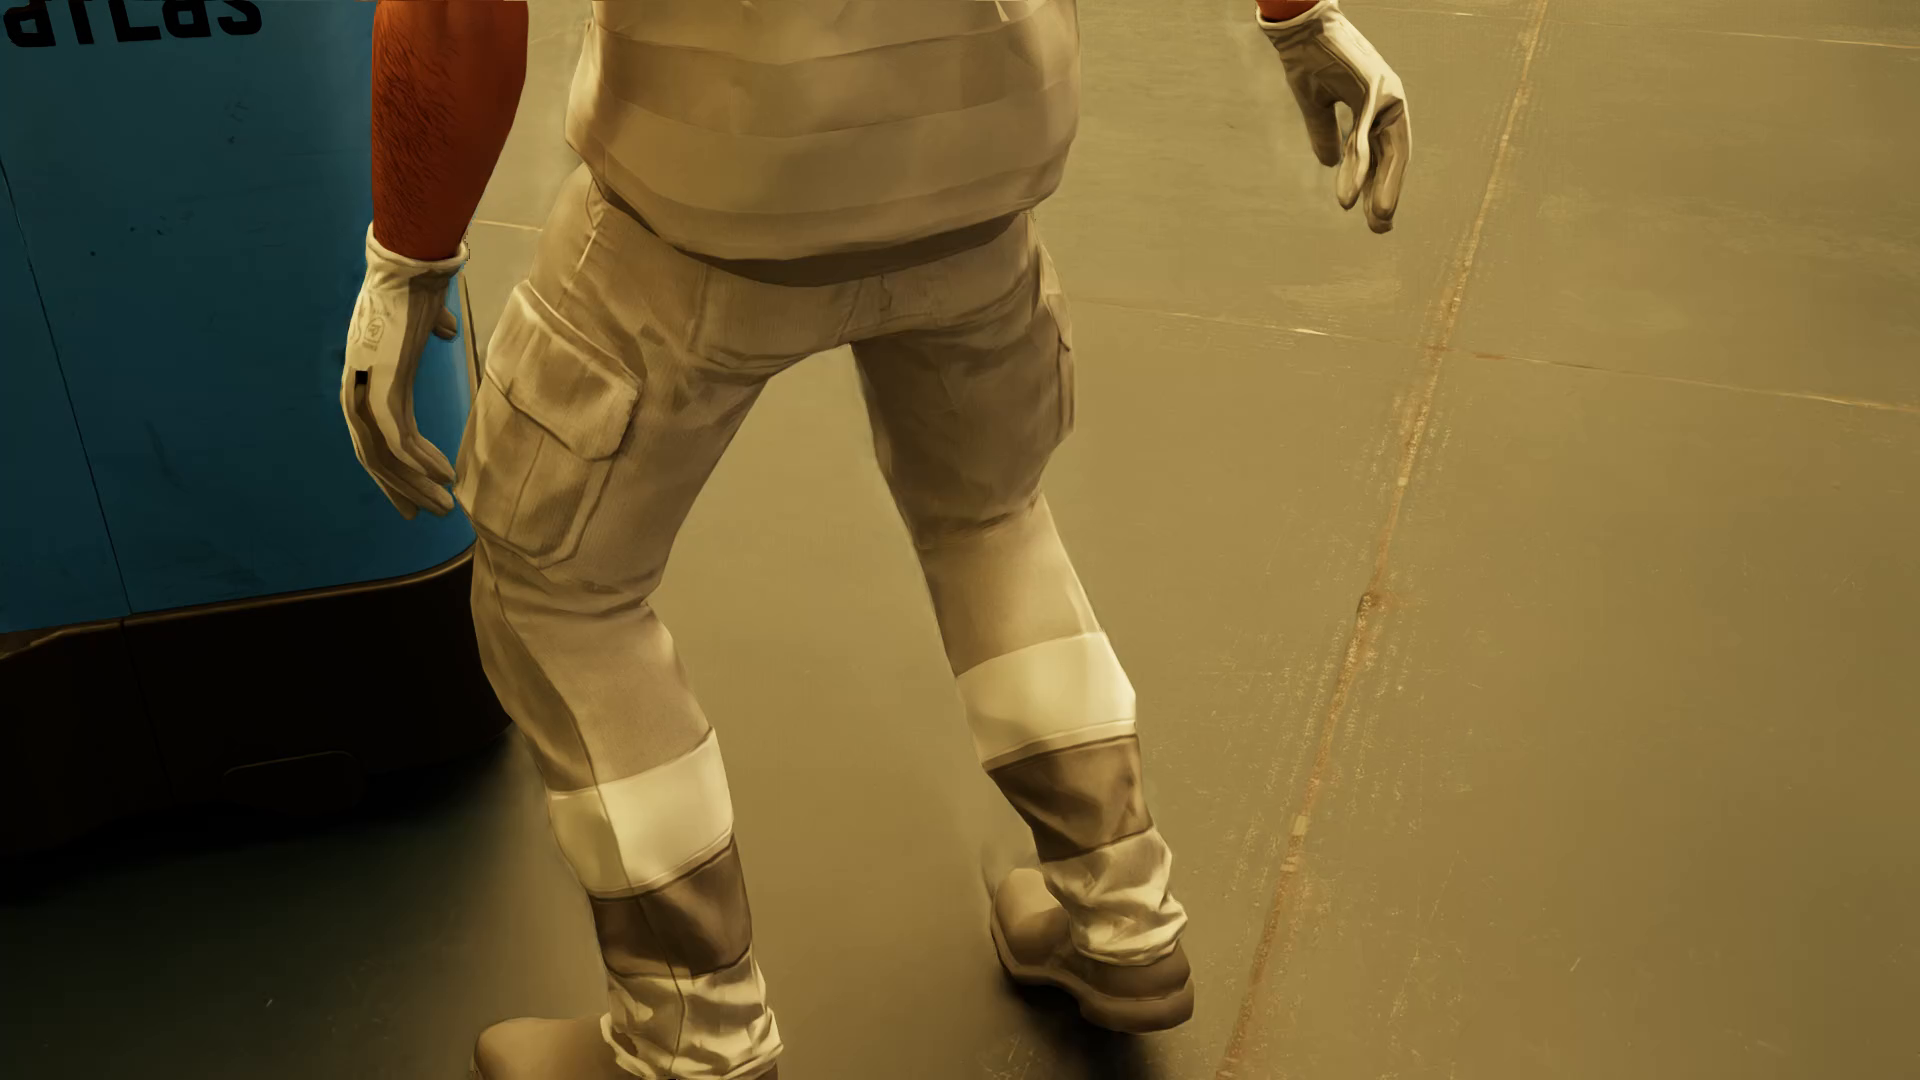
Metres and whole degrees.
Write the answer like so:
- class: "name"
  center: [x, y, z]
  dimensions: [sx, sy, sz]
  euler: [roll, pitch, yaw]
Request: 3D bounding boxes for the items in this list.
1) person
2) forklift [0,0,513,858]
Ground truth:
- class: "person"
  center: [-0.038, -0.295, 1.296]
  dimensions: [0.895, 1.704, 0.500]
  euler: [-15, 33, -24]
- class: "forklift"
  center: [-2.104, -1.004, 1.299]
  dimensions: [3.031, 2.935, 1.130]
  euler: [-8, 31, -15]
